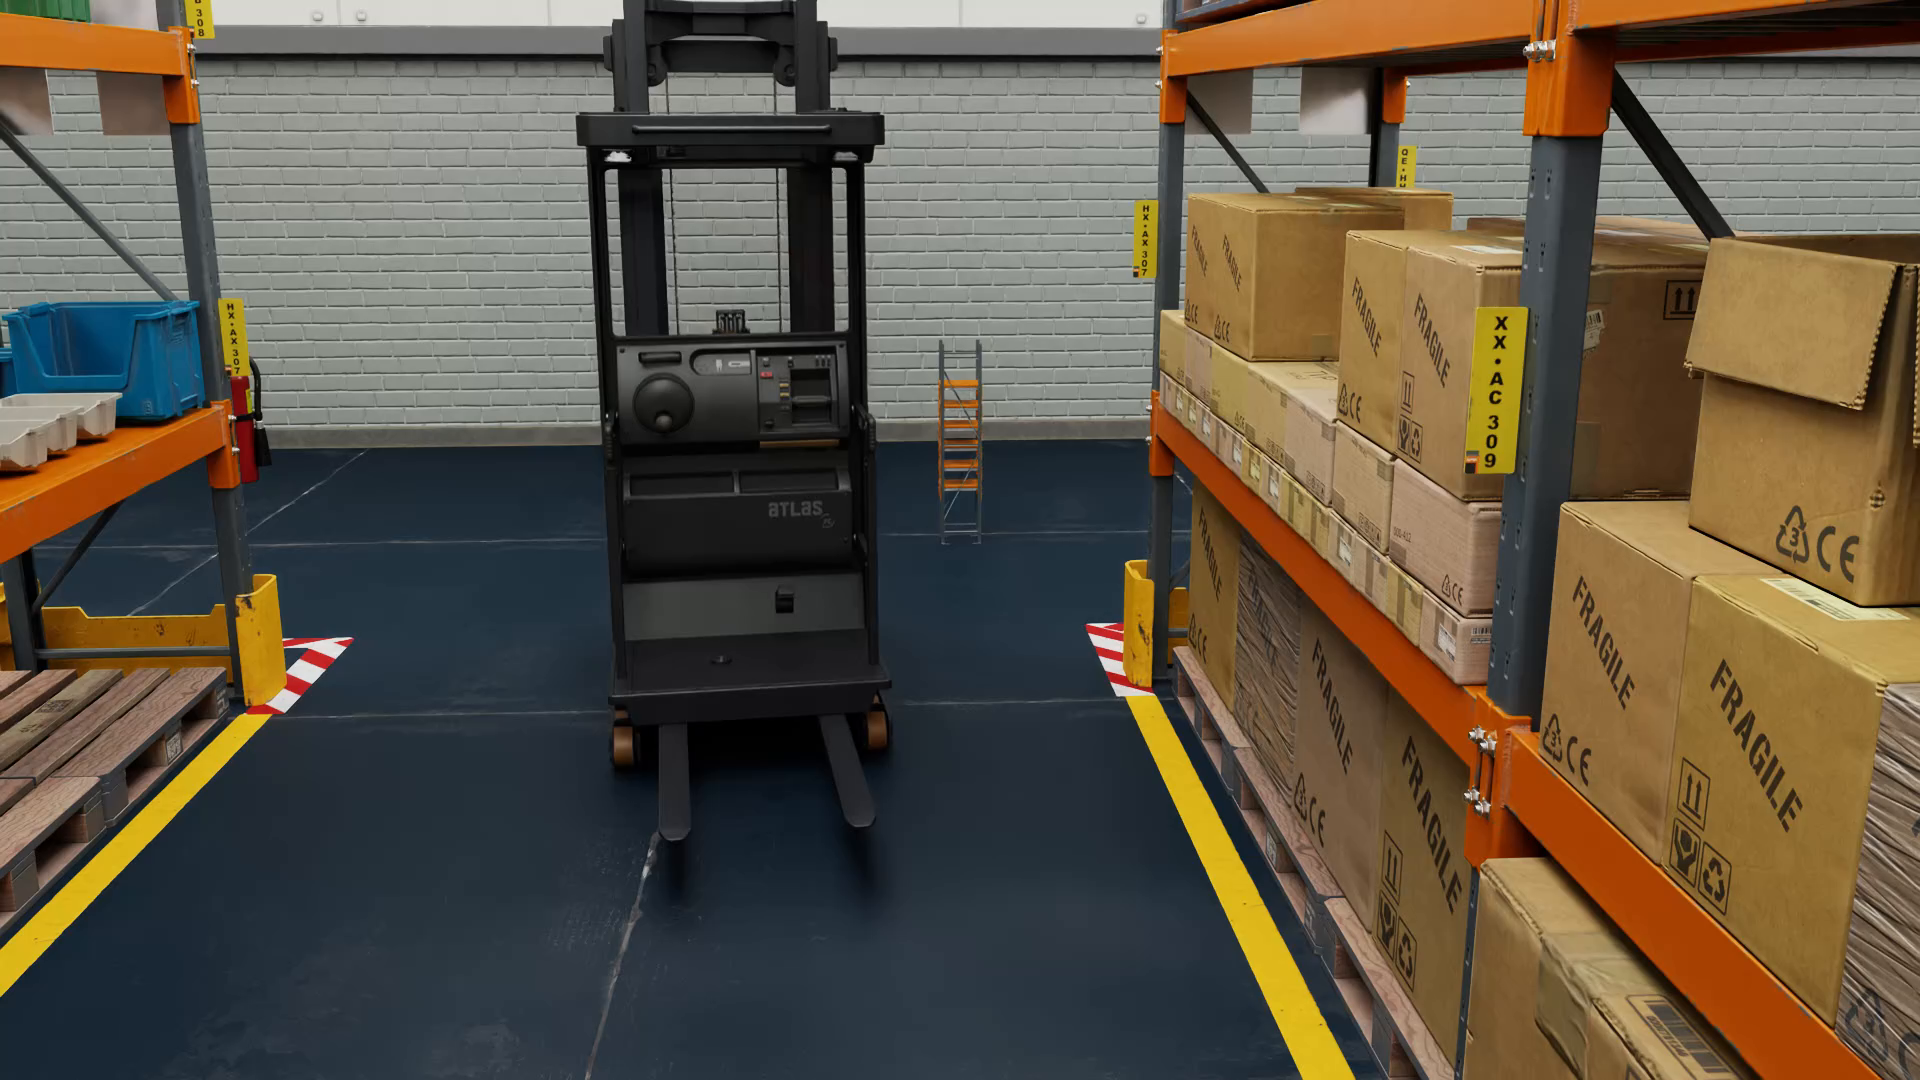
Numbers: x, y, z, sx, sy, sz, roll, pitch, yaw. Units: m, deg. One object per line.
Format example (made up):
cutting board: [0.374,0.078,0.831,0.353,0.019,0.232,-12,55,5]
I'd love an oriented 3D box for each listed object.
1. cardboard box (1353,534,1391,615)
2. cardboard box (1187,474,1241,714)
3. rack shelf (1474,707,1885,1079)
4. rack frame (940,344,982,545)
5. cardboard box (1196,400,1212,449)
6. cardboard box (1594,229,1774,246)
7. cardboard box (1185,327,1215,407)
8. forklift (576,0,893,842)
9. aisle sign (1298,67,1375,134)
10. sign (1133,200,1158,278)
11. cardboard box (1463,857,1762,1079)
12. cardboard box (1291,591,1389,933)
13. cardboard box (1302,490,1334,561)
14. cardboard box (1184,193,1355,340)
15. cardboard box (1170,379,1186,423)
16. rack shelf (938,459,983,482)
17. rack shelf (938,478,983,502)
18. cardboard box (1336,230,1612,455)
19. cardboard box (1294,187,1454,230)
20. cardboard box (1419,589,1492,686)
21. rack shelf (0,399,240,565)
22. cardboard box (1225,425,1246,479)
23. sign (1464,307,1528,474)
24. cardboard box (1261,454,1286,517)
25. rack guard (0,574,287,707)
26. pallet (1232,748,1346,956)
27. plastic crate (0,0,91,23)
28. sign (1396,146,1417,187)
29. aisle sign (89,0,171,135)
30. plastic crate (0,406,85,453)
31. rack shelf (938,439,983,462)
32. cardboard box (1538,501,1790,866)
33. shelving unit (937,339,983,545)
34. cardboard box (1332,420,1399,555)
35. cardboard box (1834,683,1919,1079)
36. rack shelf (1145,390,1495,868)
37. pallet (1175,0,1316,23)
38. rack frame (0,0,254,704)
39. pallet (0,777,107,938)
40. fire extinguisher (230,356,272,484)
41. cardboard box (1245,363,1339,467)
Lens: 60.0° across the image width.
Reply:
cardboard box: [1.218,0.082,4.191,0.380,0.149,0.250,-1,14,-4]
cardboard box: [1.467,0.148,6.852,0.875,0.875,0.875,-1,14,-3]
rack shelf: [1.719,1.005,1.544,1.077,0.370,4.000,-1,14,-3]
rack frame: [0.007,-0.555,9.774,0.240,1.200,0.006,-1,14,-3]
cardboard box: [1.091,-0.428,6.175,0.380,0.149,0.250,-1,14,-4]
cardboard box: [1.798,-0.521,4.230,0.500,0.500,0.500,-1,14,-3]
cardboard box: [1.147,-0.654,6.253,0.500,0.250,0.500,-1,14,-4]
forklift: [-0.879,-0.620,6.555,1.130,2.935,3.031,-2,15,-10]
aisle sign: [1.643,-2.117,7.017,0.394,0.787,0.004,-1,14,-3]
sign: [0.793,-1.286,7.108,0.100,0.325,0.005,-1,14,-3]
cardboard box: [1.655,1.144,2.982,1.225,0.875,0.875,-1,14,-3]
cardboard box: [1.579,0.596,5.112,0.875,0.875,0.875,-1,14,-3]
cardboard box: [1.185,-0.046,4.688,0.380,0.149,0.250,-1,14,-2]
cardboard box: [1.139,-1.022,6.178,0.500,0.500,0.500,-1,14,-5]
cardboard box: [1.058,-0.557,6.674,0.380,0.149,0.250,-1,14,-4]
rack shelf: [0.001,-0.418,9.904,0.258,0.103,0.180,-1,14,-3]
rack shelf: [0.001,-0.302,9.934,0.258,0.103,0.180,-1,14,-3]
cardboard box: [1.273,-0.510,4.188,0.500,0.500,0.500,-1,14,-3]
cardboard box: [1.640,-1.153,6.687,0.500,0.500,0.500,-1,14,-3]
cardboard box: [1.250,0.210,3.694,0.380,0.149,0.250,-1,14,-3]
rack shelf: [-3.472,0.087,5.113,1.077,0.370,4.000,-1,14,-3]
cardboard box: [1.122,-0.301,5.679,0.380,0.149,0.250,-1,14,-4]
sign: [1.042,-0.289,3.235,0.100,0.325,0.005,-1,14,-3]
cardboard box: [1.155,-0.173,5.182,0.380,0.149,0.250,-1,14,-3]
rack guard: [-3.610,0.446,7.290,1.175,0.500,0.348,-1,14,-3]
pallet: [1.548,1.015,5.656,1.003,0.211,1.213,-1,14,-3]
plastic crate: [-3.250,-1.868,5.673,0.450,0.188,0.336,-1,14,-3]
sign: [1.890,-1.516,7.099,0.100,0.325,0.005,-1,14,-3]
aisle sign: [-3.308,-2.040,6.720,0.394,0.787,0.004,-1,14,-3]
plastic crate: [-3.361,-0.388,5.923,0.396,0.136,0.243,-1,14,-3]
rack shelf: [0.001,-0.534,9.874,0.258,0.103,0.180,-1,14,-3]
cardboard box: [1.374,0.229,2.915,0.500,0.500,0.500,-1,14,-3]
shelving unit: [0.001,-0.577,9.863,0.258,1.200,0.189,-1,14,-3]
cardboard box: [1.272,-0.146,4.280,0.500,0.250,0.500,0,14,-2]
cardboard box: [1.437,0.479,1.945,0.500,0.500,0.500,-1,14,-5]
rack shelf: [1.472,0.010,5.410,1.077,0.370,4.000,-1,14,-3]
pallet: [1.404,-2.061,6.174,1.003,0.211,1.213,-1,14,-3]
rack frame: [-3.596,-0.759,6.956,1.000,3.000,0.127,-1,14,-3]
pallet: [-3.511,1.100,5.328,1.003,0.211,1.213,-1,14,-3]
fire extinguisher: [-3.152,-0.585,7.186,0.296,0.674,0.183,-1,14,-3]
cardboard box: [1.212,-0.399,5.263,0.500,0.250,0.500,-1,14,-5]
